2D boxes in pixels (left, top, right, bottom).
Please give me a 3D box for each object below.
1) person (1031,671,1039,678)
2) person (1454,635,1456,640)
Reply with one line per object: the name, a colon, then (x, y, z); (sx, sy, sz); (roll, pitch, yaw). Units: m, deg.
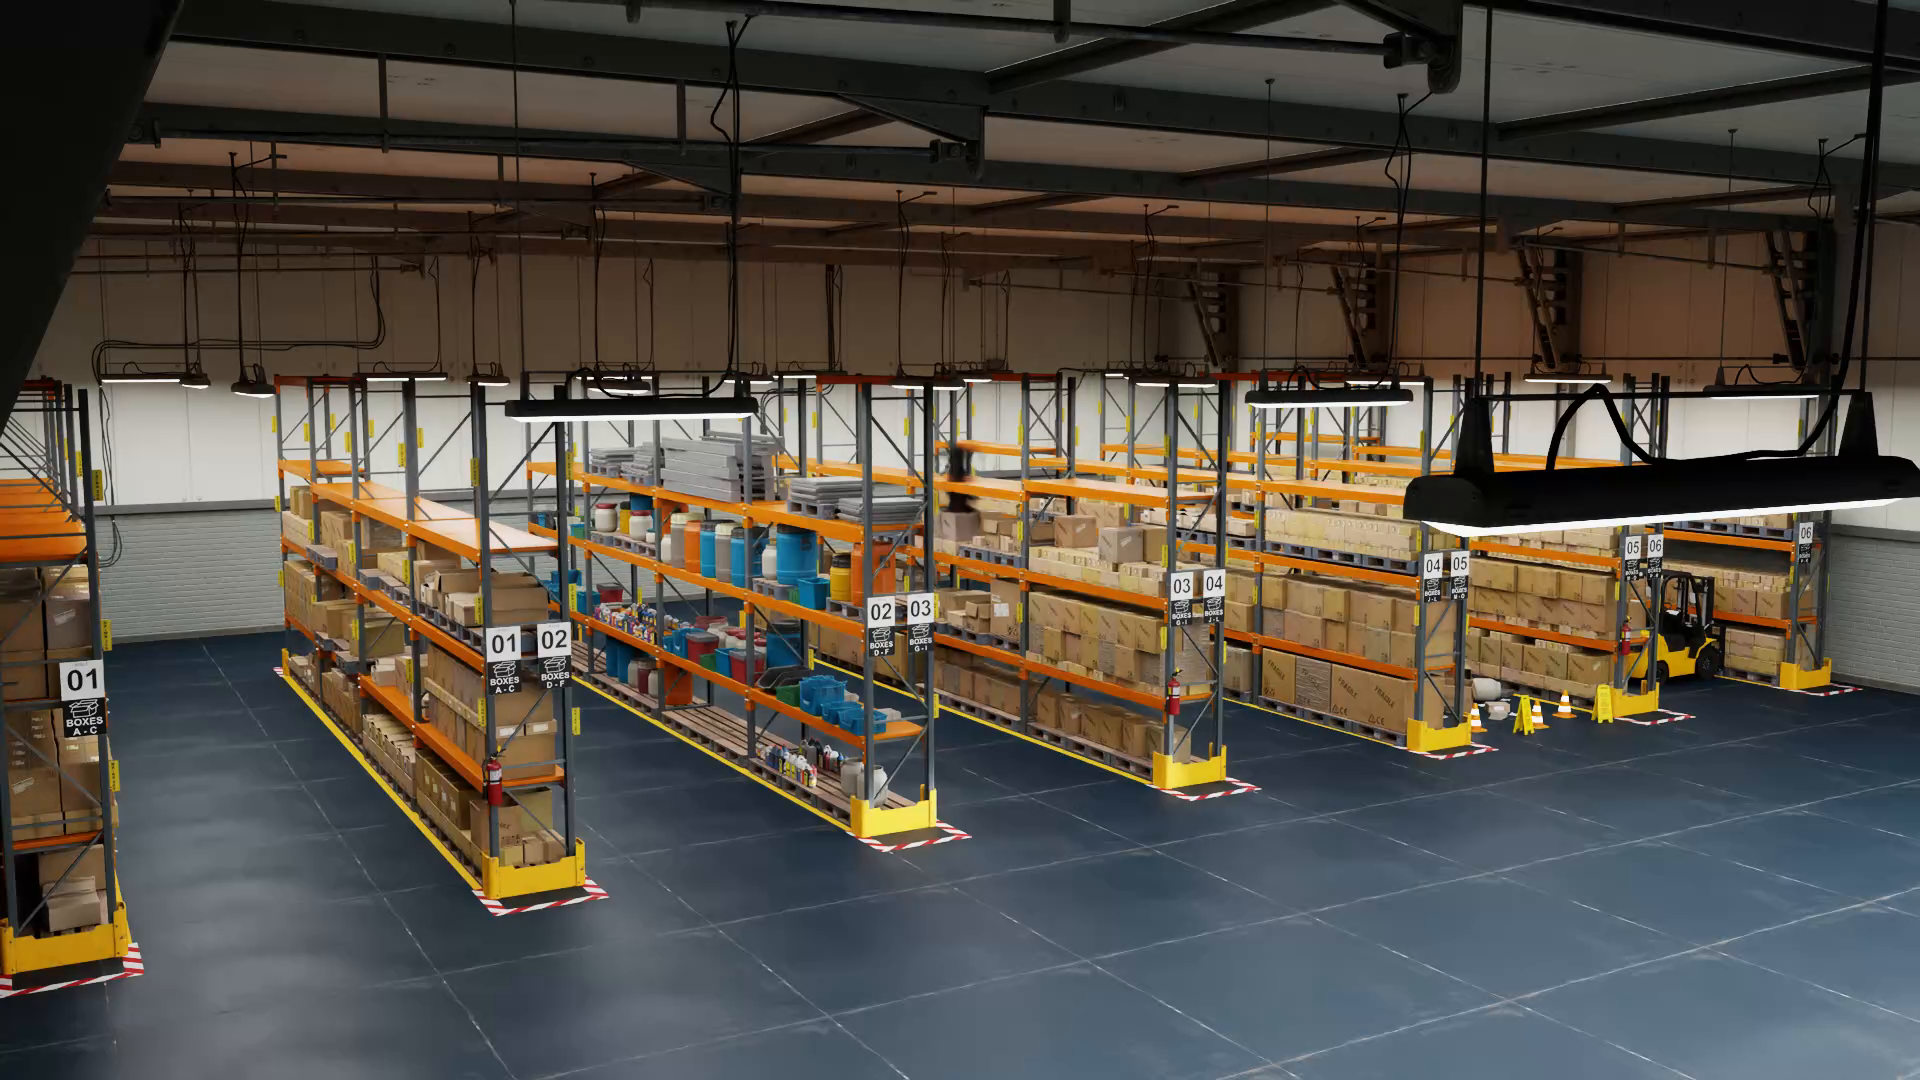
person: (1.465, 2.034, 31.978); (0.649, 1.623, 0.587); (6, 9, 44)
person: (10.416, 1.729, 35.451); (0.779, 1.483, 0.590); (6, 9, 43)
